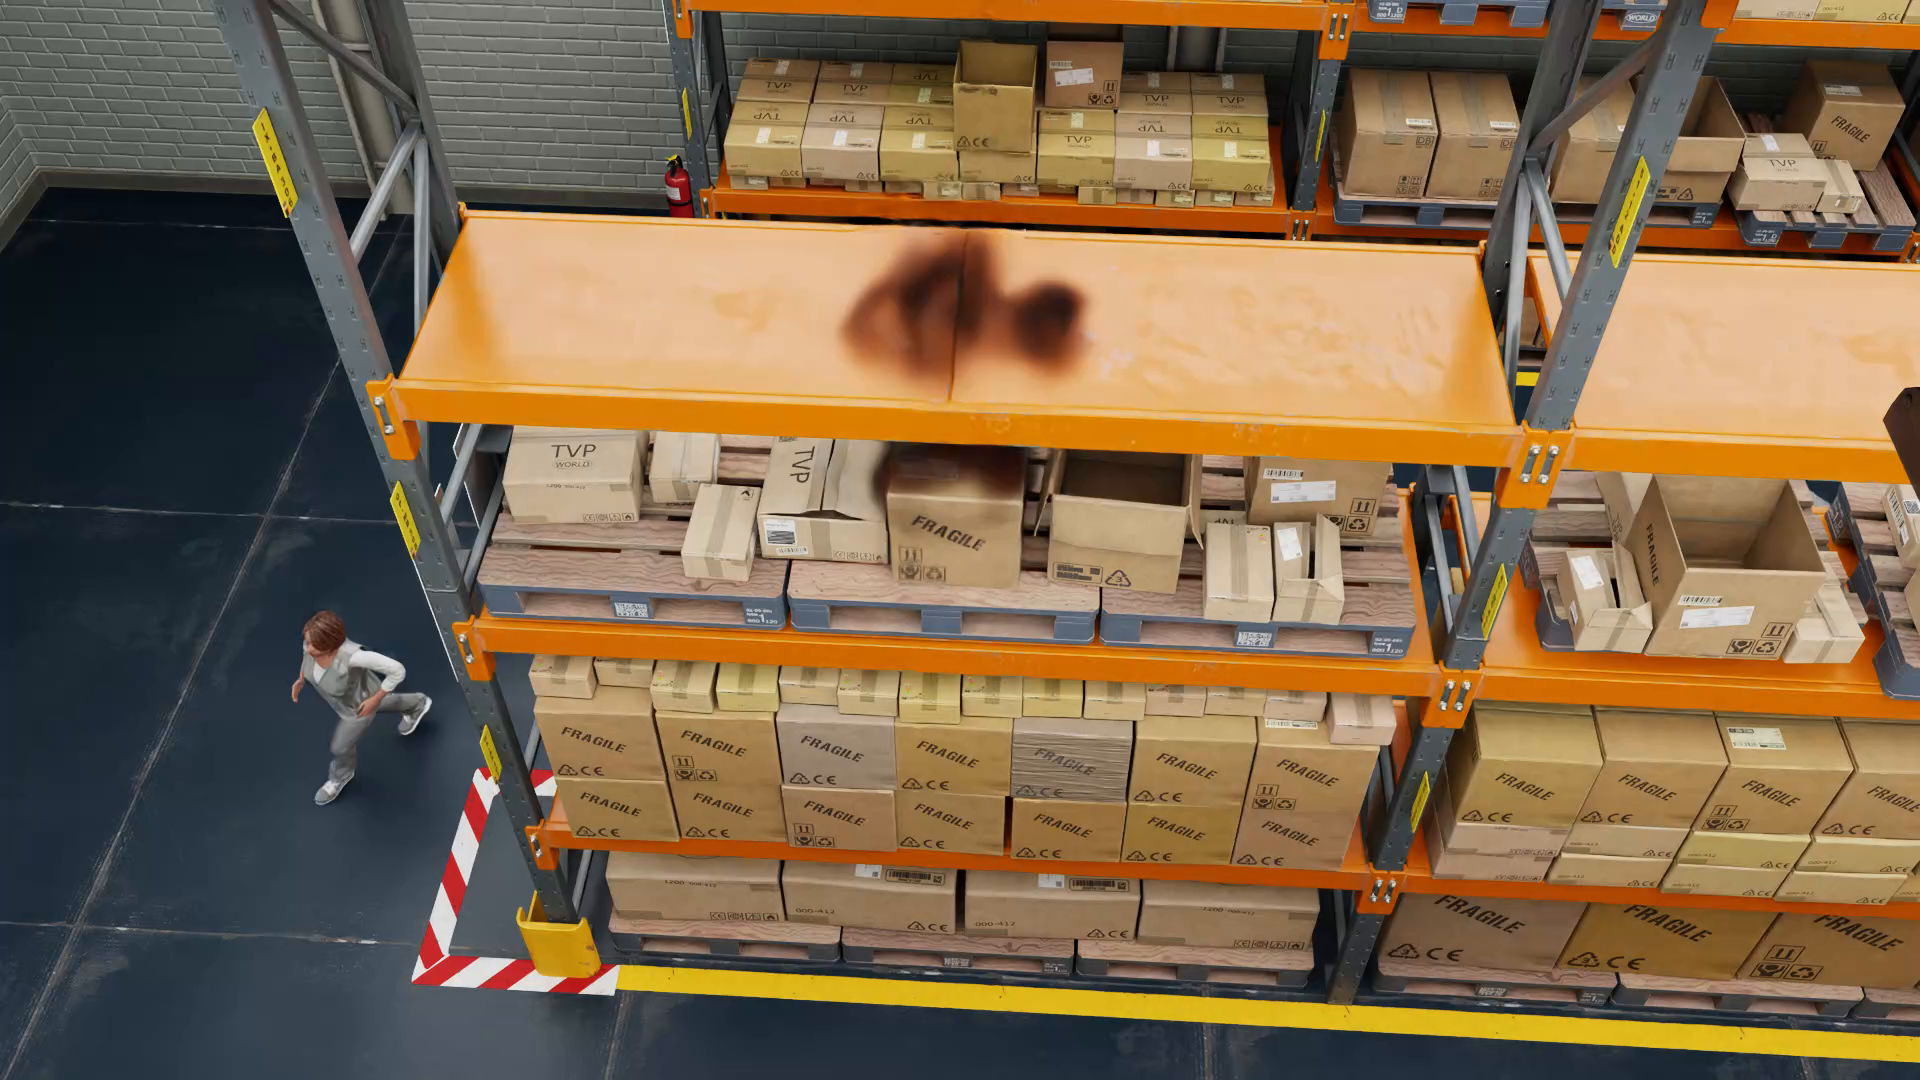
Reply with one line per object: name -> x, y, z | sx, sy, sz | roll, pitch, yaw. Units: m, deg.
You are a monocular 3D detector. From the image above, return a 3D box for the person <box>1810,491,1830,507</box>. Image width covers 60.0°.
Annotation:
person -> 4.346, 0.415, 9.169 | 0.737, 1.840, 0.642 | 0, 48, 0

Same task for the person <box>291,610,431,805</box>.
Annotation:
person -> -3.204, 0.848, 8.907 | 0.563, 1.576, 0.823 | 35, 57, 27
